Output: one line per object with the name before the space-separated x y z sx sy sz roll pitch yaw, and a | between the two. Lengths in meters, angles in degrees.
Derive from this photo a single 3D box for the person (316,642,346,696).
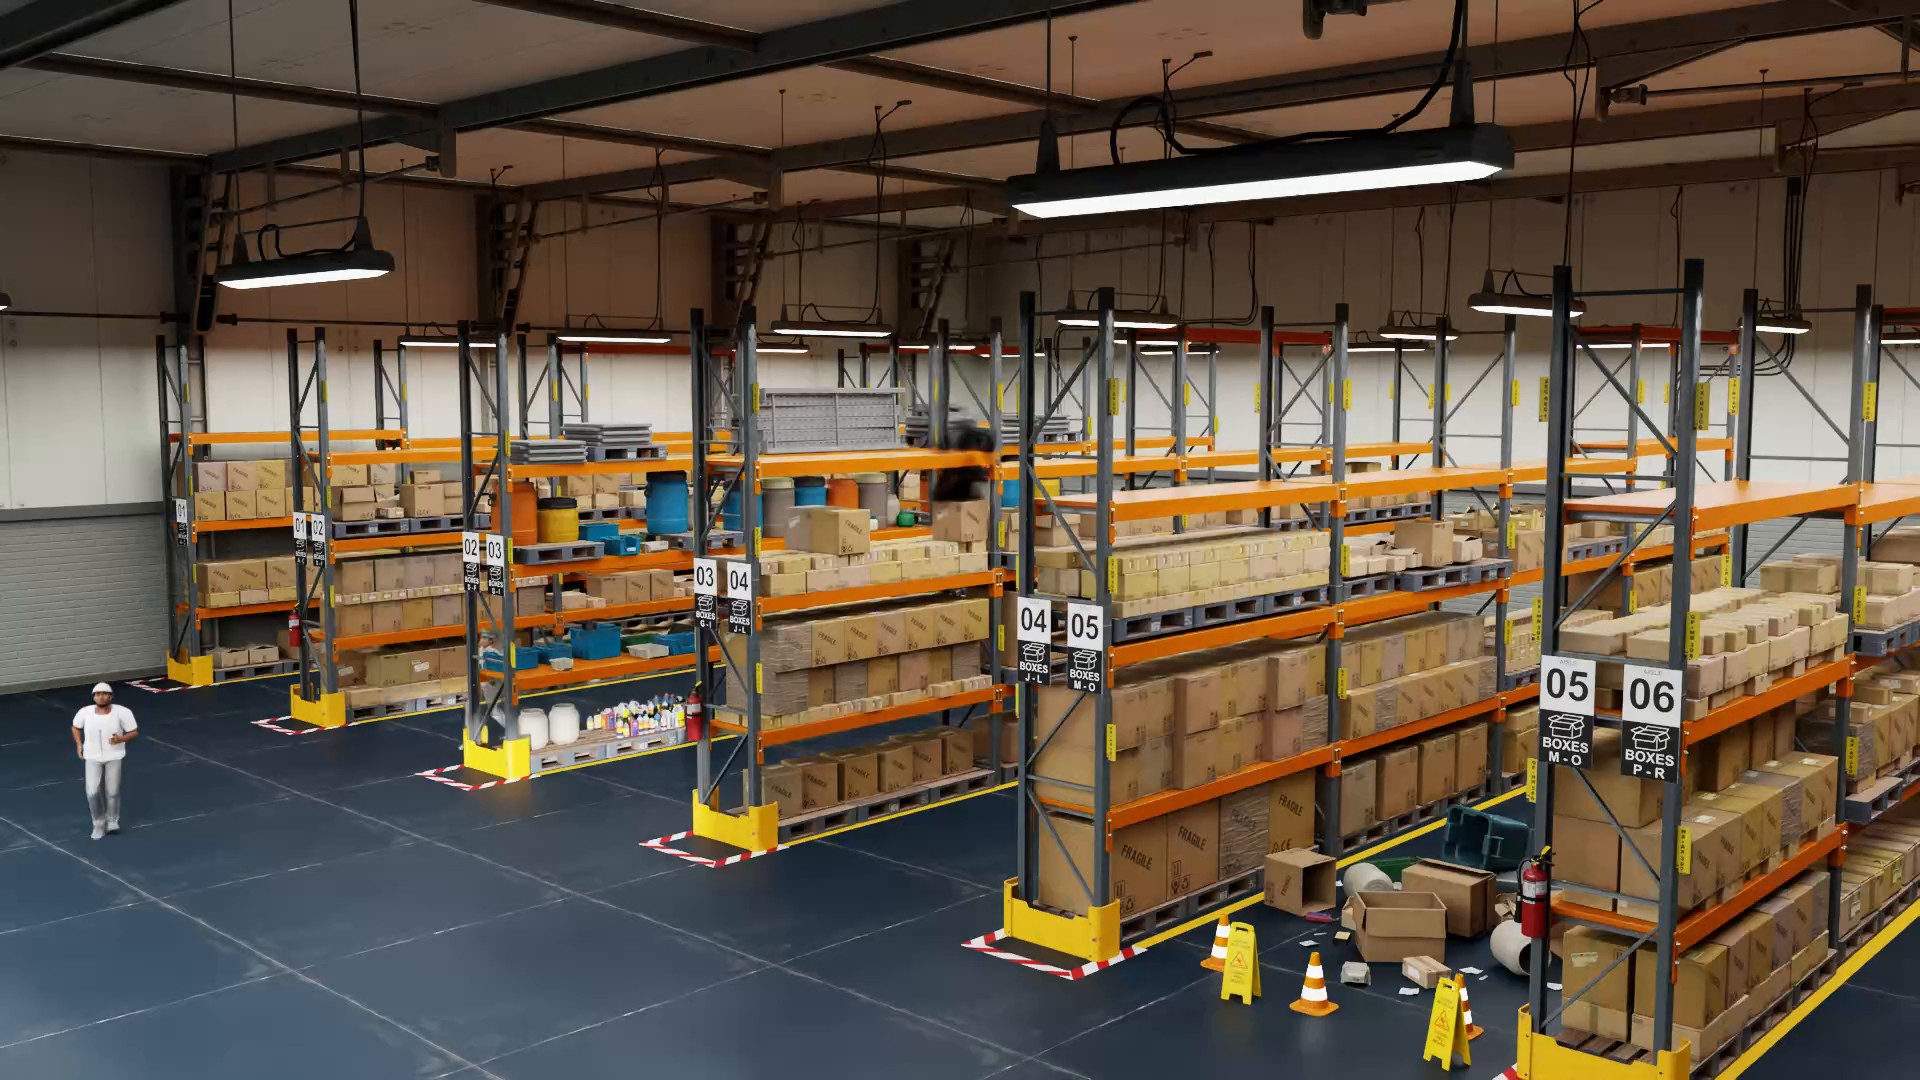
person | -10.416 1.699 27.835 0.653 1.787 0.786 3 6 32

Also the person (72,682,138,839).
person | -9.756 2.533 18.973 0.696 1.829 0.615 -2 6 -20

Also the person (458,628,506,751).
person | -6.773 2.102 23.728 0.620 1.711 0.862 4 7 36
